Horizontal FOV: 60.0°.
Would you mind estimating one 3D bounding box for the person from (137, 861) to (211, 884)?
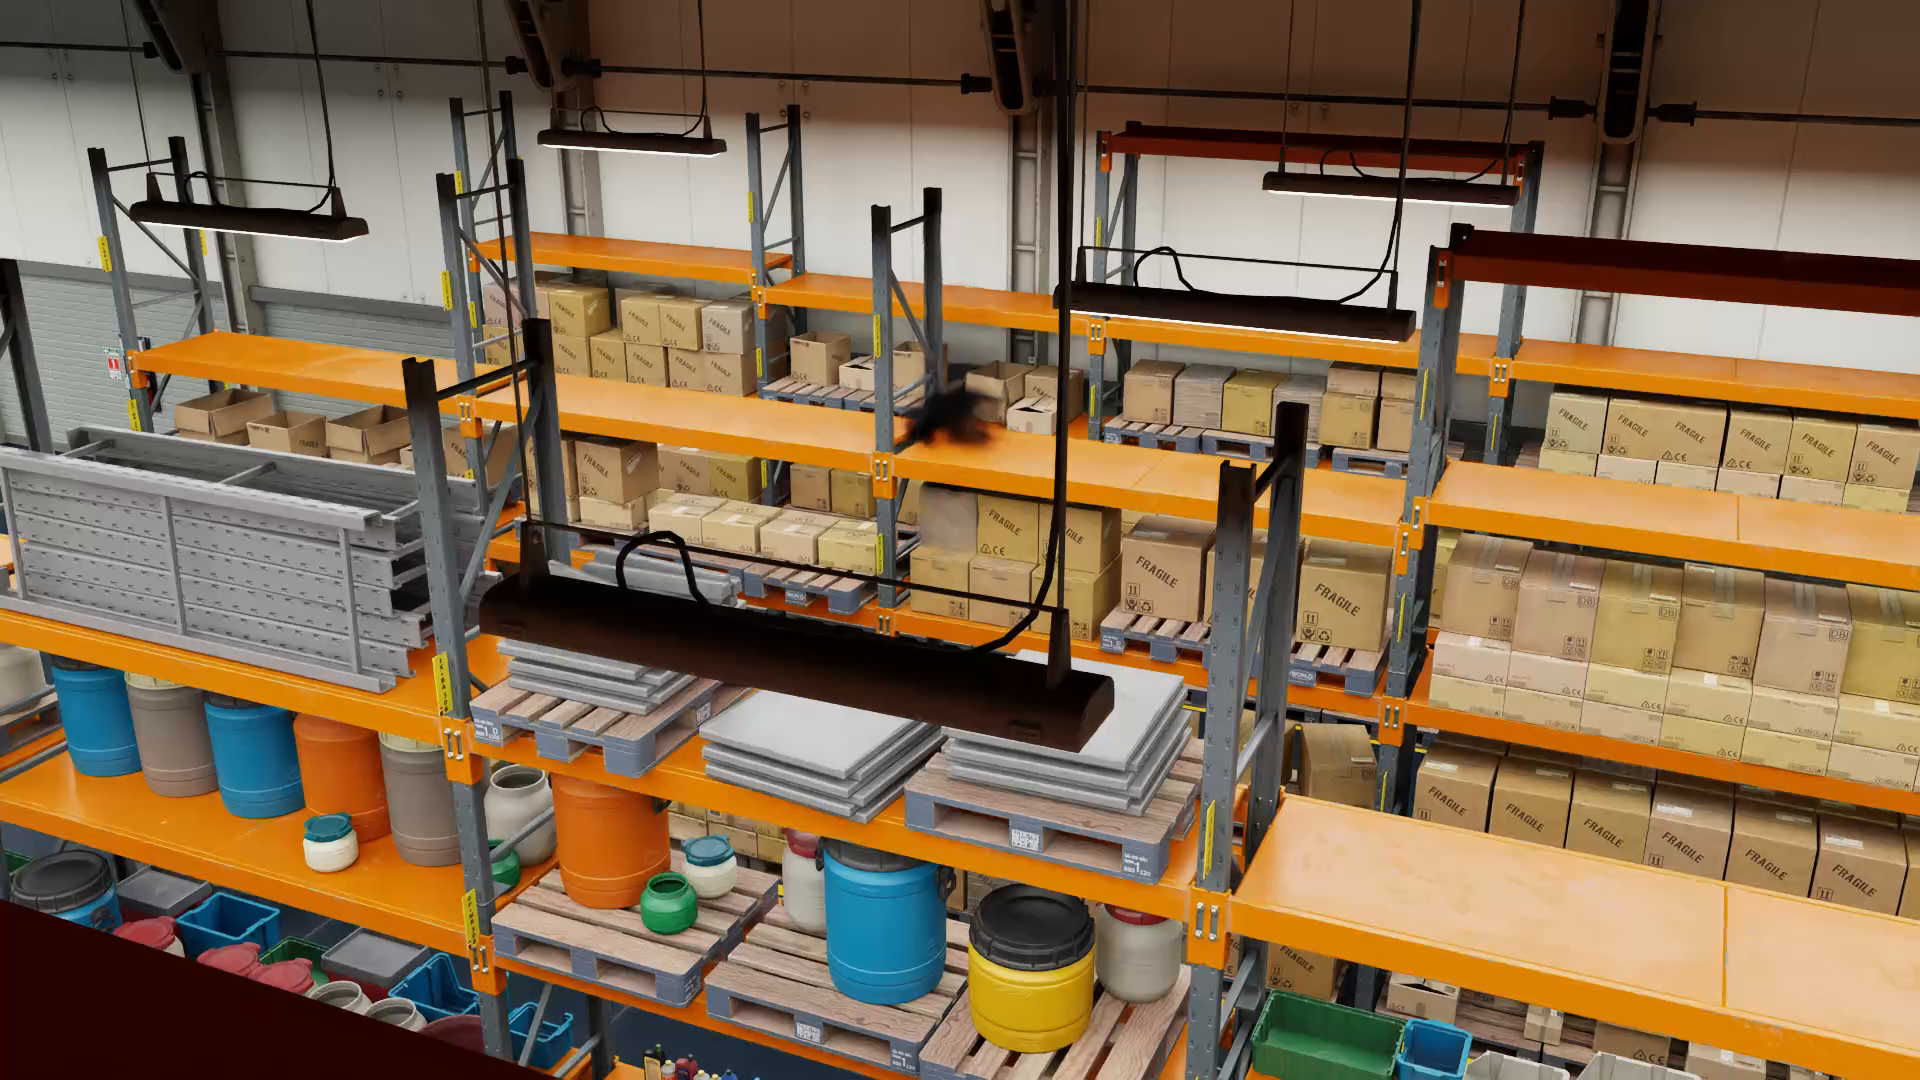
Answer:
[{"bbox_3d":[-6.798,2.324,14.211,1.114,1.662,0.537,3,21,8],"label":"person"}]
